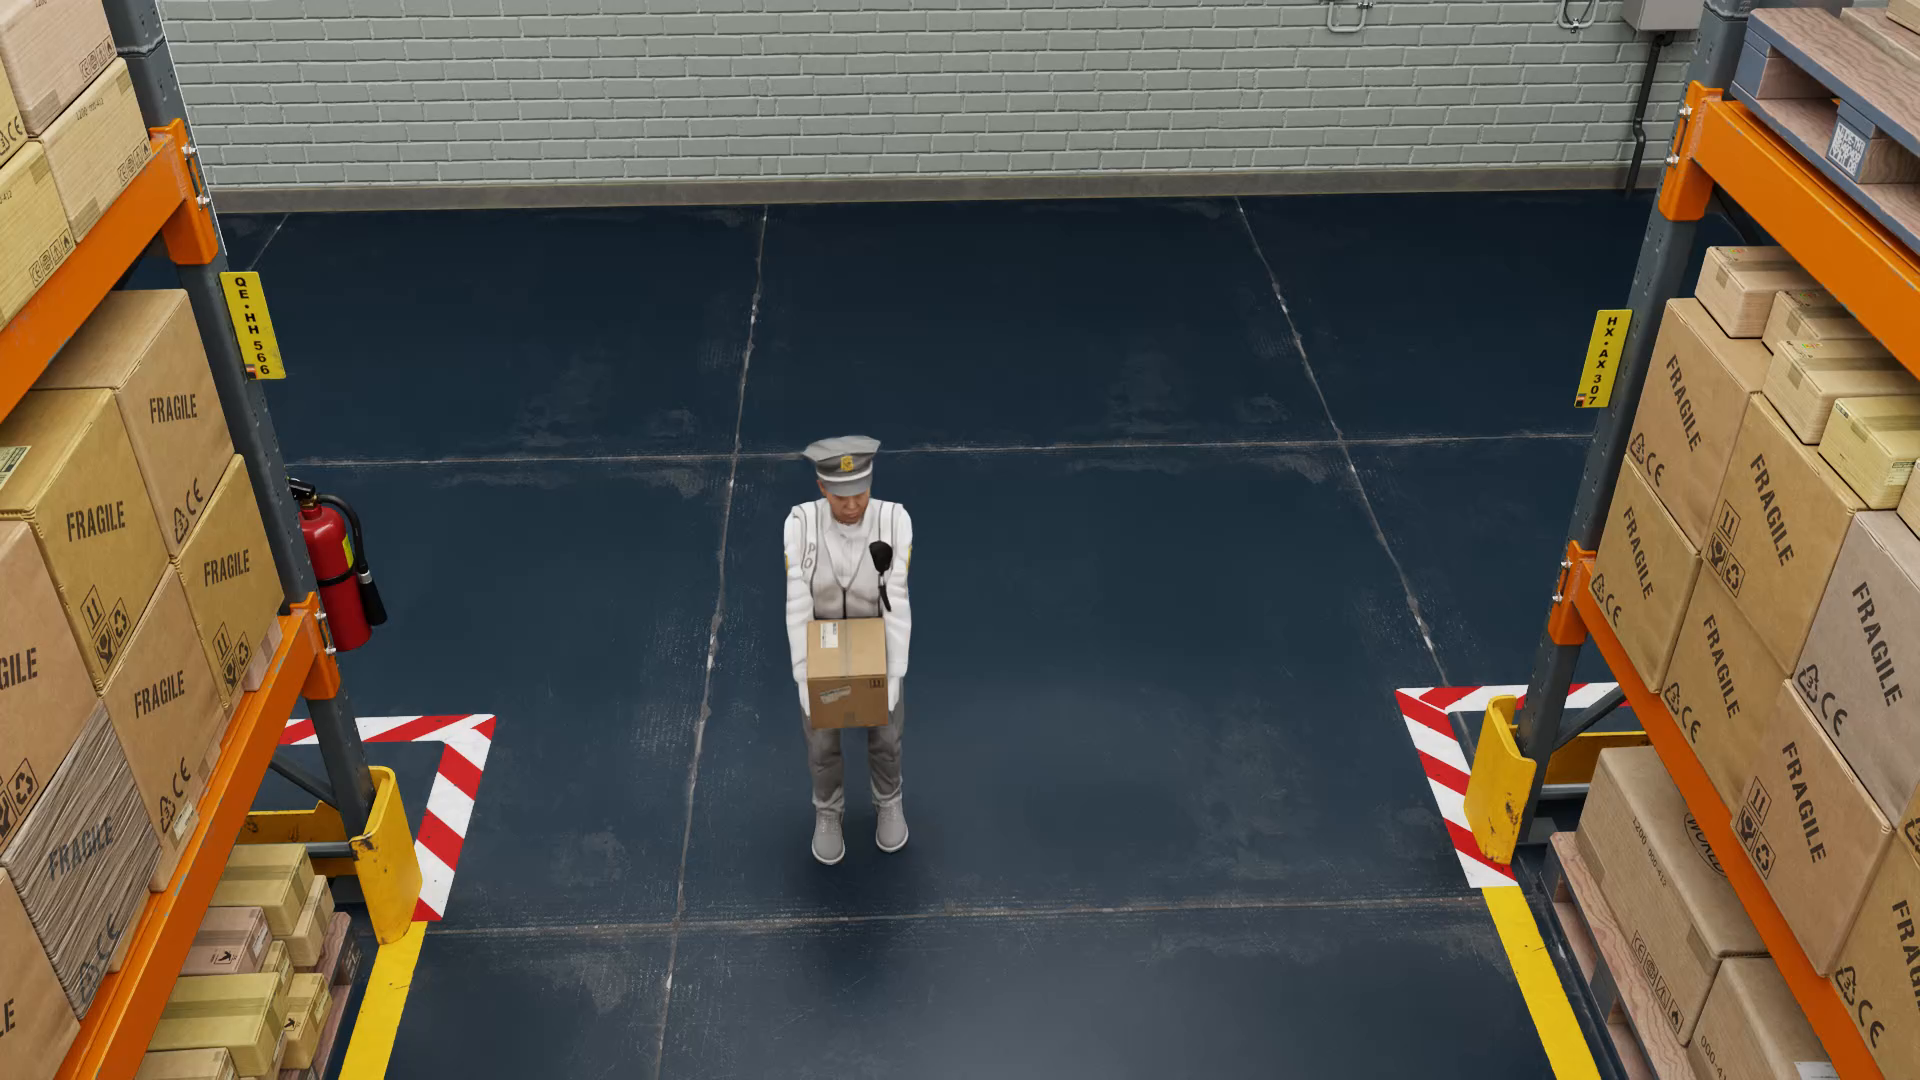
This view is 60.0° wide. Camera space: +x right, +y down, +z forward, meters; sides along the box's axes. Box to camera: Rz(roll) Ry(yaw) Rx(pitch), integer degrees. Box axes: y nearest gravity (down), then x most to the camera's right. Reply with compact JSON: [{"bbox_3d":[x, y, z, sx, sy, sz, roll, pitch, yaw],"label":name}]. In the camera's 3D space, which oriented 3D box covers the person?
[{"bbox_3d":[-0.359,0.405,5.568,0.417,1.682,0.528,-2,36,-3],"label":"person"}]
